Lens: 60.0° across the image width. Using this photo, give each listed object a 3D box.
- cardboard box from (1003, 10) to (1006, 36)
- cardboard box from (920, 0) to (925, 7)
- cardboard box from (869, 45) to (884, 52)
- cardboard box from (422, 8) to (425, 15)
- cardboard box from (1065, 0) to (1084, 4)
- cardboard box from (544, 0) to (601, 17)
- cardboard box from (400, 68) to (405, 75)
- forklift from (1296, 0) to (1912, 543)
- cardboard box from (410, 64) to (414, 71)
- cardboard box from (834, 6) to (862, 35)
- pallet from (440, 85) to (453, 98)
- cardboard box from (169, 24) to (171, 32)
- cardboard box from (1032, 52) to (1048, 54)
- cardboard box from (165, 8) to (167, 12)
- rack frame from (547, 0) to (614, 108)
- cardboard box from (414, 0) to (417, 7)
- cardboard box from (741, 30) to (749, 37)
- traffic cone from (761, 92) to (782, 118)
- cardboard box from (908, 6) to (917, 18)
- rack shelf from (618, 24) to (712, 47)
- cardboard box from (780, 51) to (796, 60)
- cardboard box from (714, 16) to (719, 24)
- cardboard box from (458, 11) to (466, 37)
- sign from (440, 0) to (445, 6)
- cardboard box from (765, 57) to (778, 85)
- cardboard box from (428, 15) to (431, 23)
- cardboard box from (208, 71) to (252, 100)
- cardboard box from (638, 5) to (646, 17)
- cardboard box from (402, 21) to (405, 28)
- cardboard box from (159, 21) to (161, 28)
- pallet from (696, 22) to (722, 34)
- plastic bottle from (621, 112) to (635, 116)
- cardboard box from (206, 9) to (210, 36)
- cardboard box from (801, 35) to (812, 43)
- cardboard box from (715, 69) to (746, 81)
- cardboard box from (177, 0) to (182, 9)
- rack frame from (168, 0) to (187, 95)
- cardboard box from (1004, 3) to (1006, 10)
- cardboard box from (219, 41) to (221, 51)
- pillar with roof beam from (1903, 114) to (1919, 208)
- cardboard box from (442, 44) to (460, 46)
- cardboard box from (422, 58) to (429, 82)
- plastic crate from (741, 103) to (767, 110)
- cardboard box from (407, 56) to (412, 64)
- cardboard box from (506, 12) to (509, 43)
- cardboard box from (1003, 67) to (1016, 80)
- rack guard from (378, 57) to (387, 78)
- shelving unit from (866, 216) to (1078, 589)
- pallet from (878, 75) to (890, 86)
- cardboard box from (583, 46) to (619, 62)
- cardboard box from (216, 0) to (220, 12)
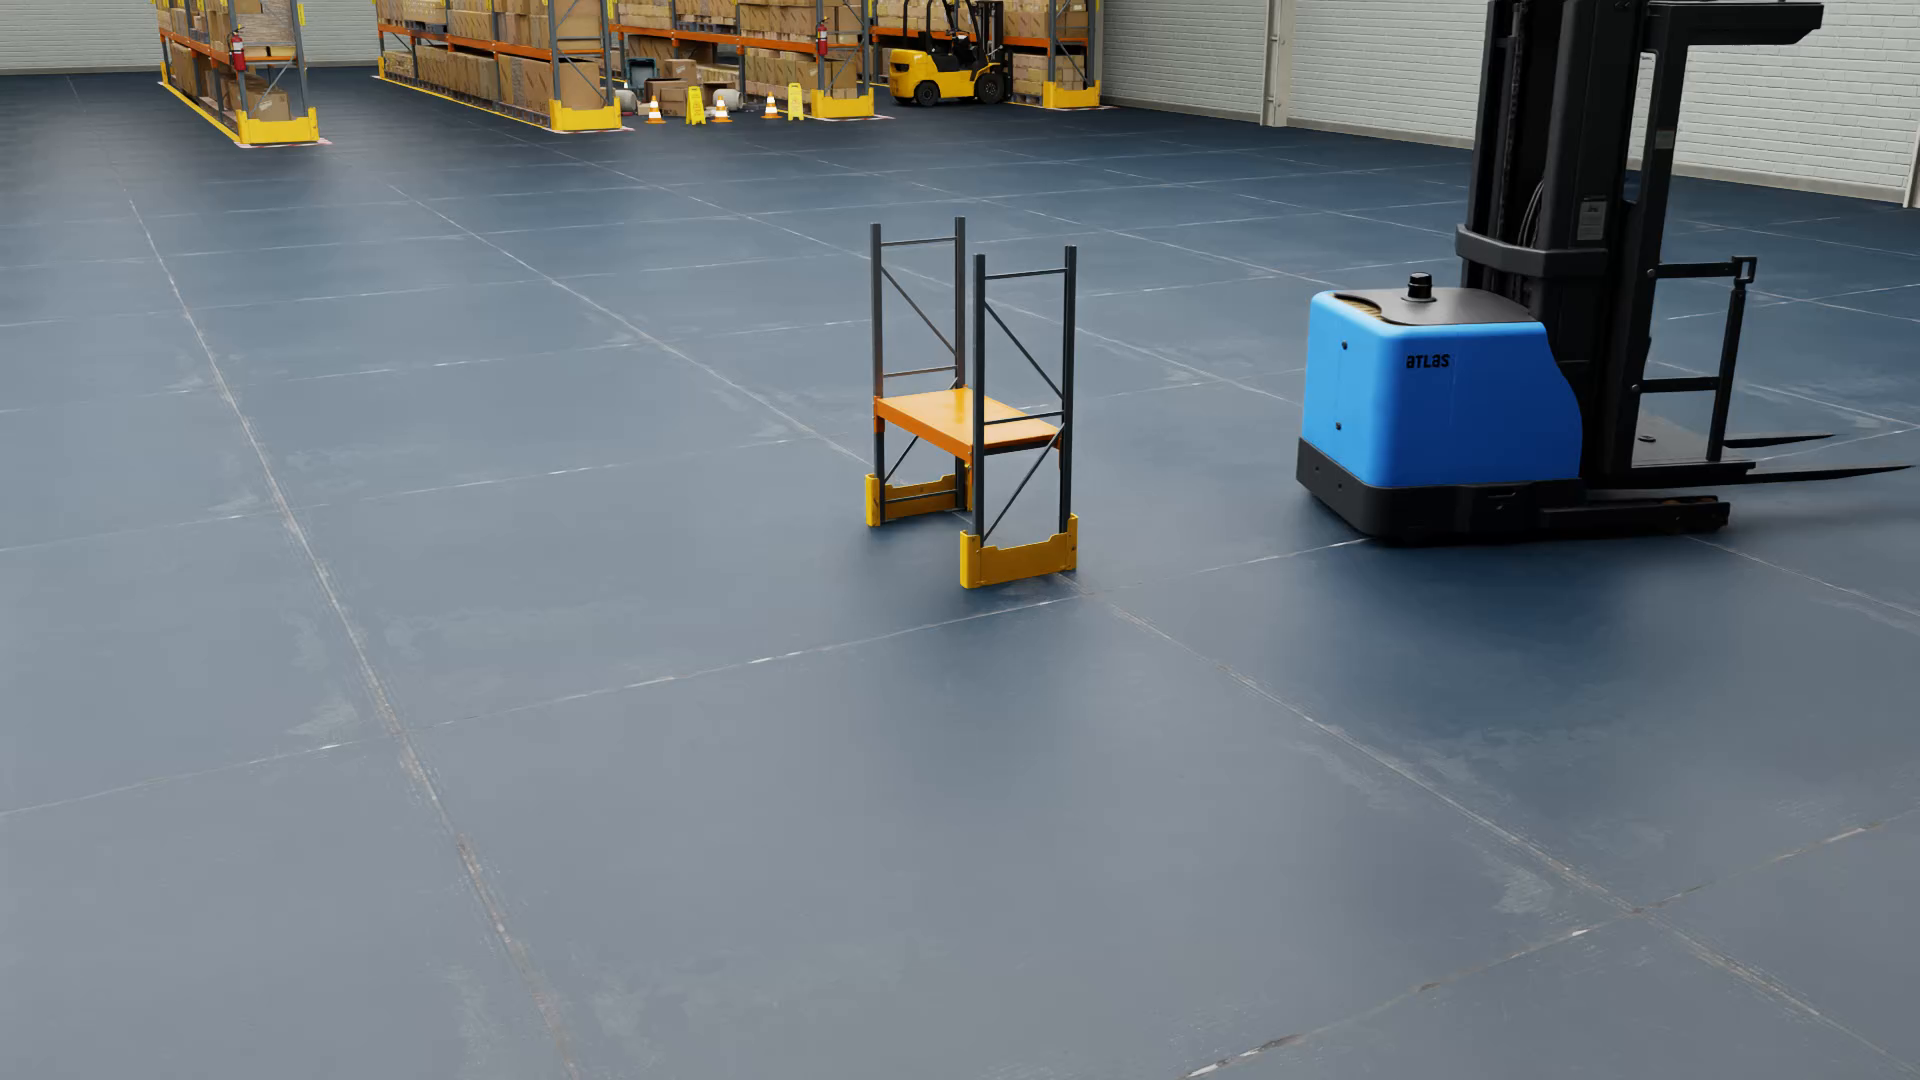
[{"bbox_3d":[1.017,-10.689,34.356,0.500,0.500,0.500,-10,21,-26],"label":"cardboard box"},{"bbox_3d":[-0.677,-12.029,37.245,0.380,0.149,0.250,-10,21,-26],"label":"cardboard box"},{"bbox_3d":[-2.044,-11.823,39.991,0.380,0.149,0.250,-11,22,-29],"label":"cardboard box"},{"bbox_3d":[-11.387,-11.419,35.909,0.380,0.149,0.250,-10,21,-27],"label":"cardboard box"},{"bbox_3d":[2.241,-10.725,33.010,0.380,0.149,0.250,-10,22,-28],"label":"cardboard box"},{"bbox_3d":[-6.605,-9.229,28.393,0.875,0.550,0.550,-10,21,-27],"label":"cardboard box"},{"bbox_3d":[-13.138,-11.188,39.682,0.380,0.149,0.250,-10,21,-27],"label":"cardboard box"},{"bbox_3d":[3.353,-1.581,8.219,3.031,2.935,1.130,-3,19,-9],"label":"forklift"},{"bbox_3d":[-12.590,-11.013,38.718,0.380,0.149,0.250,-10,21,-26],"label":"cardboard box"},{"bbox_3d":[-2.135,-9.698,31.028,0.500,0.500,0.500,-10,22,-27],"label":"cardboard box"},{"bbox_3d":[-10.631,-9.738,36.029,1.003,0.211,1.213,-10,21,-27],"label":"pallet"},{"bbox_3d":[-17.130,-11.233,36.471,0.380,0.149,0.250,-10,21,-26],"label":"cardboard box"},{"bbox_3d":[1.682,-9.928,34.342,0.500,0.250,0.500,-10,21,-27],"label":"cardboard box"},{"bbox_3d":[-17.262,-11.900,36.643,0.500,0.500,0.500,-10,21,-26],"label":"cardboard box"},{"bbox_3d":[-6.462,-8.535,28.268,1.000,3.000,0.127,-10,21,-27],"label":"rack frame"},{"bbox_3d":[-11.764,-11.786,36.517,0.380,0.149,0.250,-9,21,-25],"label":"cardboard box"},{"bbox_3d":[-4.186,-10.220,33.537,0.380,0.149,0.250,-10,21,-27],"label":"cardboard box"},{"bbox_3d":[-3.494,-8.055,30.766,0.336,0.463,0.334,-10,21,-27],"label":"traffic cone"},{"bbox_3d":[-0.856,-11.958,37.650,0.500,0.250,0.500,-10,21,-26],"label":"cardboard box"},{"bbox_3d":[-6.903,-11.861,39.010,1.077,0.370,4.000,-10,21,-27],"label":"rack shelf"},{"bbox_3d":[-3.238,-9.324,31.981,0.380,0.149,0.250,-9,21,-24],"label":"cardboard box"},{"bbox_3d":[-4.929,-10.883,34.814,0.380,0.149,0.250,-10,21,-26],"label":"cardboard box"},{"bbox_3d":[-9.803,-10.418,33.571,0.500,0.500,0.500,-10,21,-27],"label":"cardboard box"},{"bbox_3d":[-10.734,-11.255,34.496,0.100,0.325,0.005,-10,21,-27],"label":"sign"},{"bbox_3d":[-3.502,-9.220,32.675,0.500,0.500,0.500,-9,21,-24],"label":"cardboard box"},{"bbox_3d":[-11.139,-11.127,35.521,0.380,0.149,0.250,-10,21,-26],"label":"cardboard box"},{"bbox_3d":[-14.064,-8.772,32.113,0.700,0.500,0.500,-12,22,-31],"label":"cardboard box"},{"bbox_3d":[-7.161,-12.332,38.735,0.500,0.250,0.500,-11,22,-28],"label":"cardboard box"},{"bbox_3d":[-12.721,-11.964,38.590,0.380,0.149,0.250,-11,22,-28],"label":"cardboard box"},{"bbox_3d":[-18.472,-12.044,38.821,0.380,0.149,0.250,-10,22,-27],"label":"cardboard box"},{"bbox_3d":[-4.977,-10.975,35.632,1.003,0.211,1.213,-10,21,-27],"label":"pallet"},{"bbox_3d":[-6.254,-7.998,31.216,0.133,0.061,0.283,16,25,39],"label":"plastic bottle"},{"bbox_3d":[-12.616,-8.993,28.986,0.875,0.500,0.500,-10,21,-27],"label":"cardboard box"},{"bbox_3d":[-2.738,-9.342,30.991,0.380,0.149,0.250,-10,22,-27],"label":"cardboard box"},{"bbox_3d":[-4.649,-9.792,35.294,0.950,0.372,0.625,-9,21,-23],"label":"cardboard box"},{"bbox_3d":[-16.263,-11.580,35.401,0.797,0.503,0.637,-11,22,-28],"label":"cardboard box"},{"bbox_3d":[-16.574,-11.241,36.109,1.000,3.000,0.127,-10,21,-27],"label":"rack frame"},{"bbox_3d":[1.131,-10.961,34.150,0.380,0.149,0.250,-10,21,-27],"label":"cardboard box"},{"bbox_3d":[-12.322,-8.362,28.151,0.380,0.149,0.250,-10,21,-27],"label":"cardboard box"},{"bbox_3d":[7.434,-7.442,15.903,9.100,9.000,0.400,-10,21,-27],"label":"pillar with roof beam"},{"bbox_3d":[-11.585,-11.177,37.962,0.500,0.250,0.500,-11,22,-28],"label":"cardboard box"},{"bbox_3d":[-11.791,-10.592,37.417,0.500,0.500,0.500,-9,21,-24],"label":"cardboard box"},{"bbox_3d":[-4.030,-8.521,32.704,0.583,0.080,0.402,16,25,39],"label":"plastic crate"},{"bbox_3d":[-12.715,-11.241,38.924,0.380,0.149,0.250,-10,21,-26],"label":"cardboard box"},{"bbox_3d":[-7.895,-9.496,30.822,0.875,0.550,0.550,-10,21,-27],"label":"cardboard box"},{"bbox_3d":[1.214,-9.618,34.210,0.500,0.250,0.500,-11,22,-28],"label":"cardboard box"},{"bbox_3d":[-14.024,-11.925,41.923,1.175,0.500,0.348,-10,21,-27],"label":"rack guard"},{"bbox_3d":[0.036,-0.687,7.823,0.587,1.500,1.083,-10,21,-27],"label":"shelving unit"},{"bbox_3d":[-1.230,-10.837,39.213,1.003,0.211,1.213,-10,21,-27],"label":"pallet"},{"bbox_3d":[-9.350,-12.737,43.730,0.875,0.438,0.875,-11,22,-28],"label":"cardboard box"},{"bbox_3d":[-11.832,-8.863,27.075,0.500,0.500,0.500,-10,21,-27],"label":"cardboard box"}]
